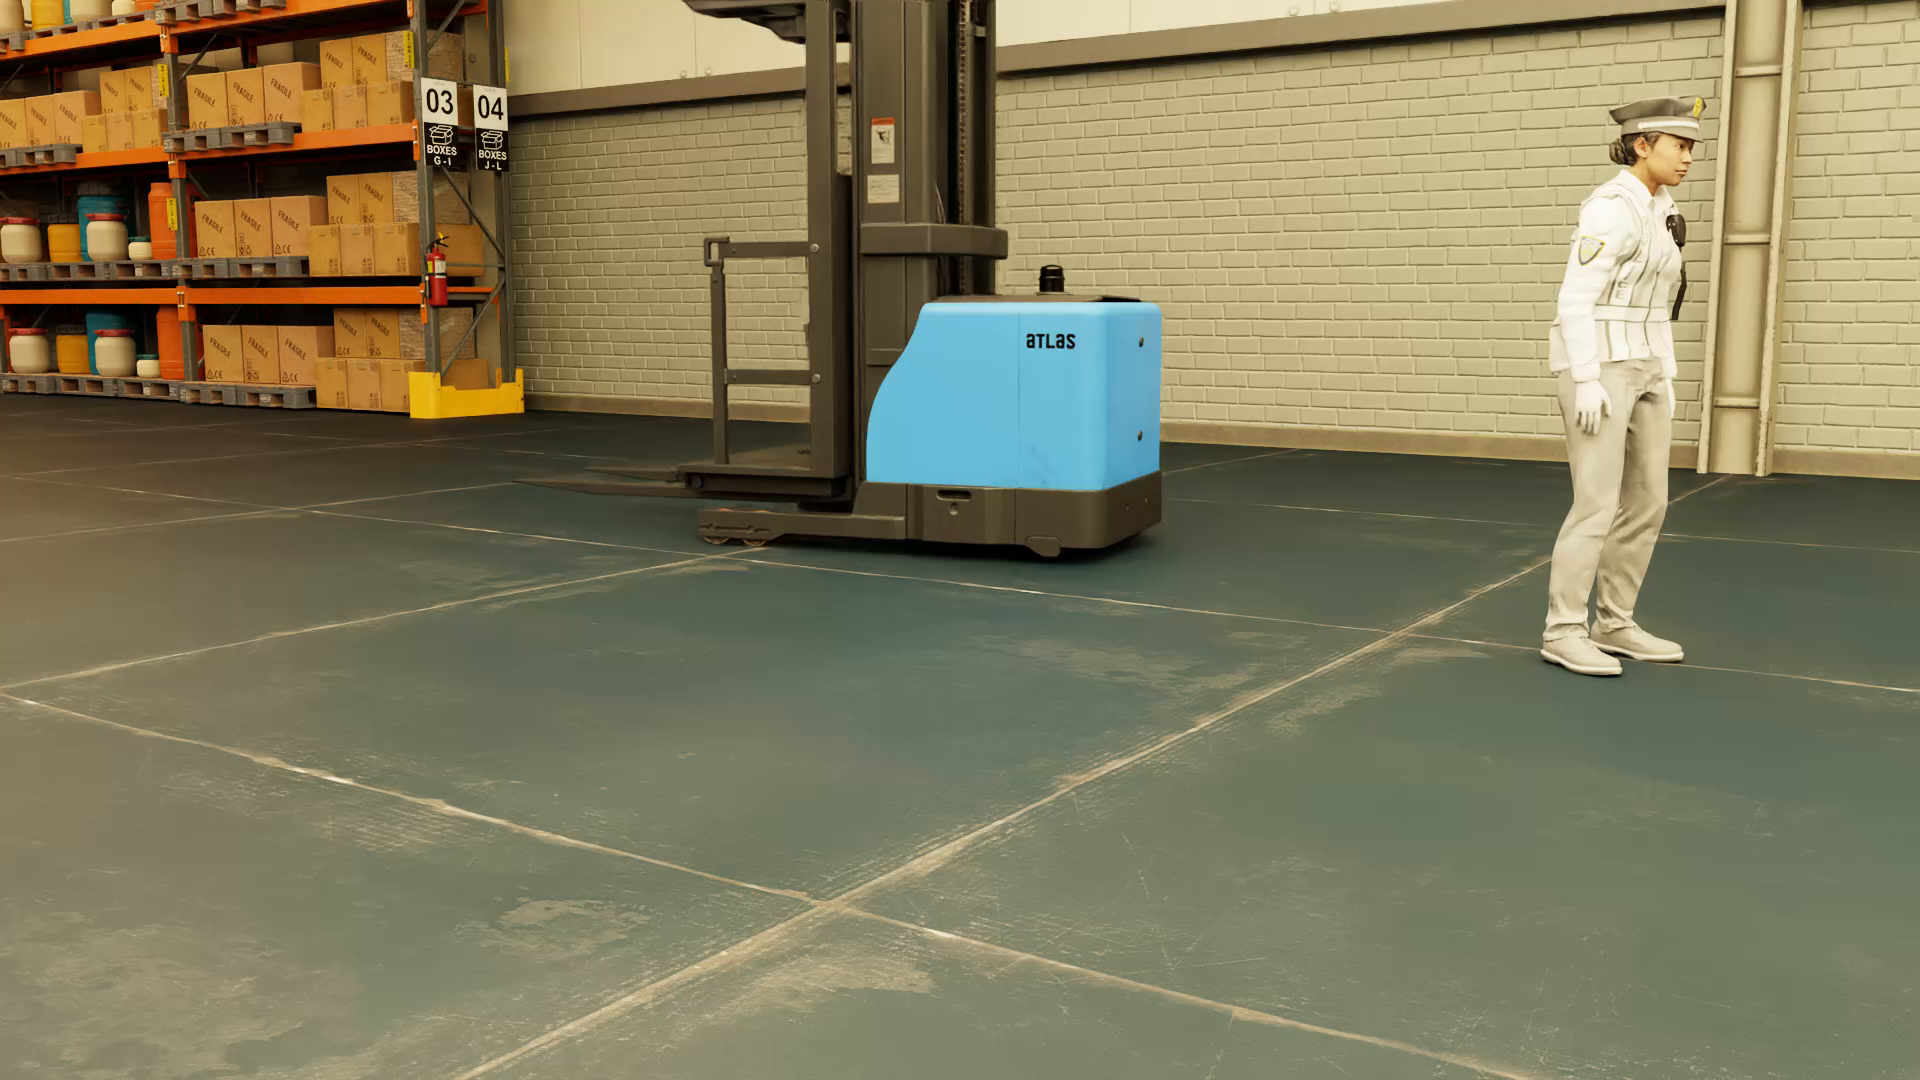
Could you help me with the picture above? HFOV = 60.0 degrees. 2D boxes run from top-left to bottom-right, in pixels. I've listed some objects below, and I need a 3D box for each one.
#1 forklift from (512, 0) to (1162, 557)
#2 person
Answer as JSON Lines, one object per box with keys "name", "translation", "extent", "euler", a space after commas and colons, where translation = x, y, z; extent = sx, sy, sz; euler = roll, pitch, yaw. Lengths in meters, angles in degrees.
{"name": "forklift", "translation": [-0.639, -1.485, 7.635], "extent": [3.031, 2.935, 1.130], "euler": [3, 9, 21]}
{"name": "person", "translation": [1.969, -0.461, 4.949], "extent": [0.537, 1.662, 0.373], "euler": [-7, 10, -39]}
